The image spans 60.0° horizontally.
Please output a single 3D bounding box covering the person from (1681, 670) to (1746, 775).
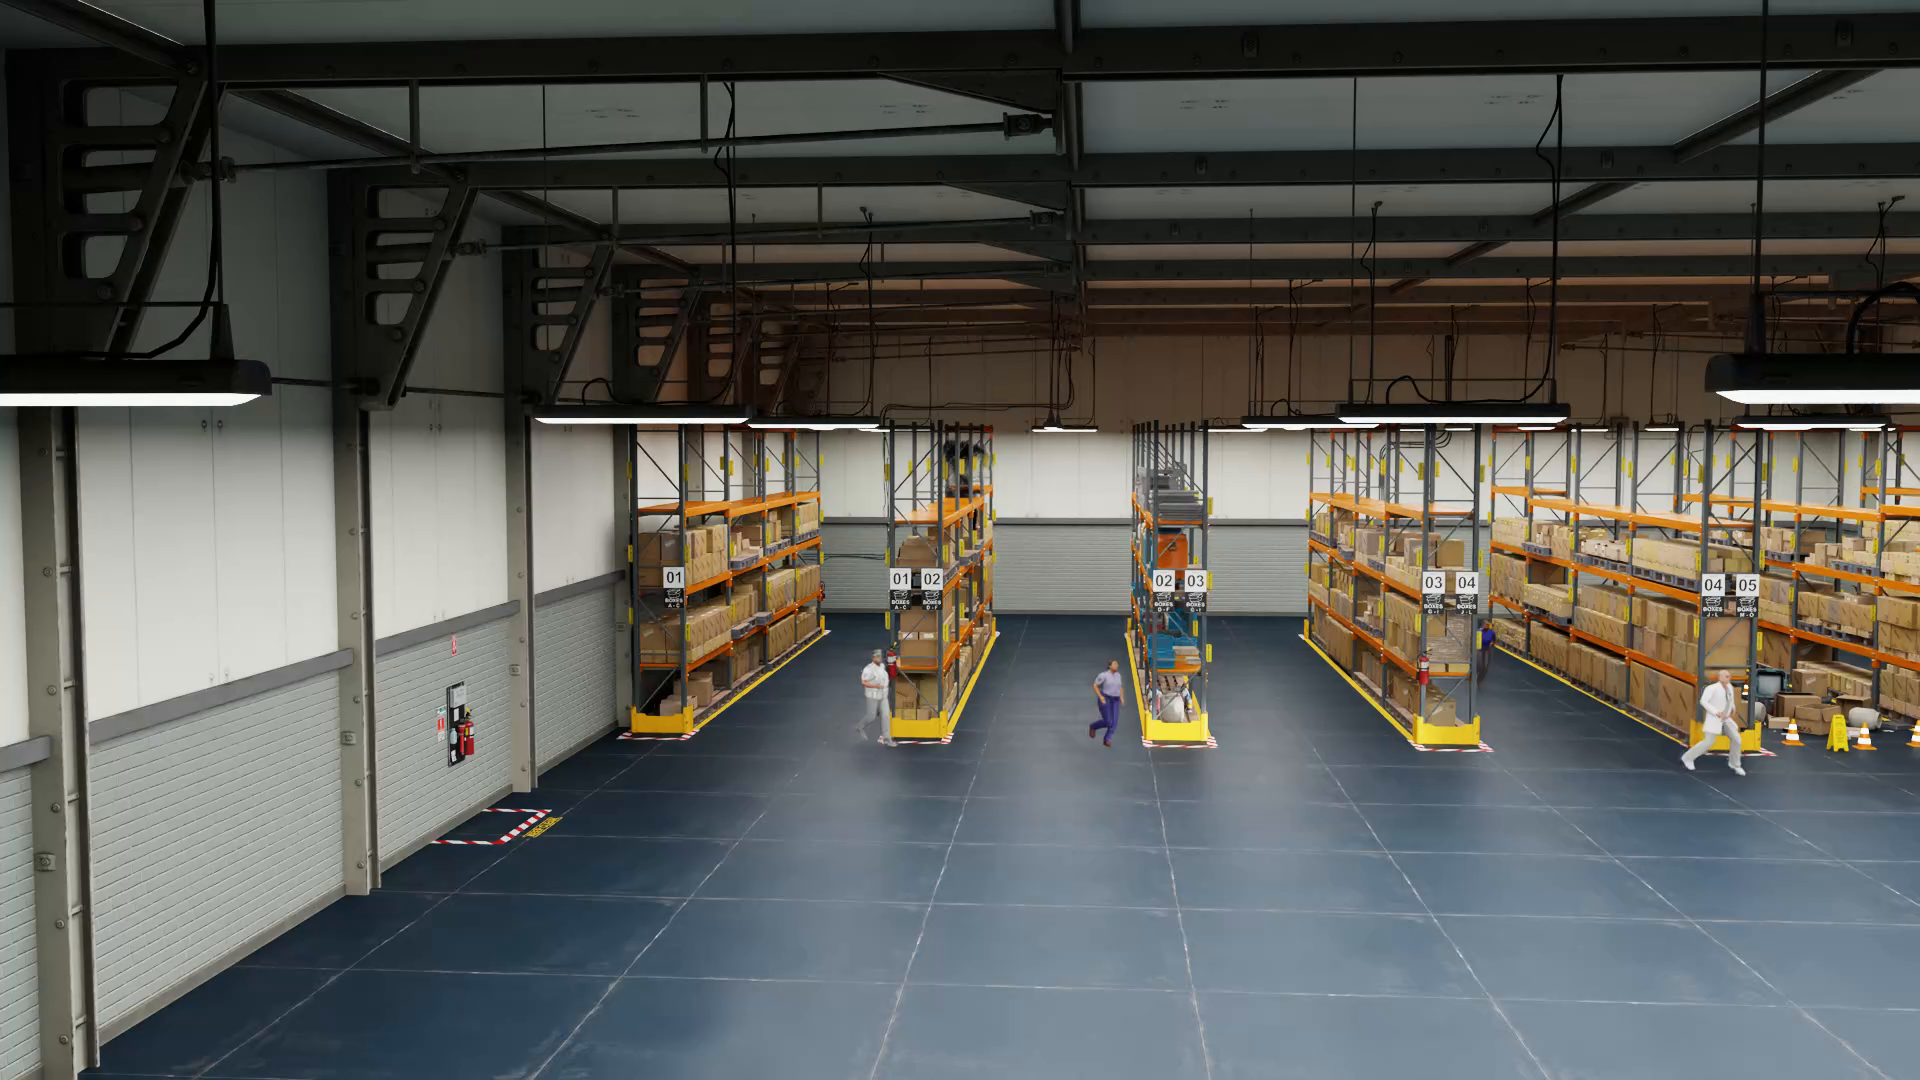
[{"bbox_3d":[12.825,3.082,28.183,0.937,1.778,0.832,-2,4,-28],"label":"person"}]

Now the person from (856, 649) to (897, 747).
[{"bbox_3d":[-1.551,2.882,30.631,0.658,1.779,1.000,-3,5,-42],"label":"person"}]

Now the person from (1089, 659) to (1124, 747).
[{"bbox_3d":[2.778,2.997,30.722,0.653,1.568,0.629,-2,4,-32],"label":"person"}]

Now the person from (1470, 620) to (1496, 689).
[{"bbox_3d":[11.810,2.574,37.582,0.563,1.588,0.689,0,4,-4],"label":"person"}]
